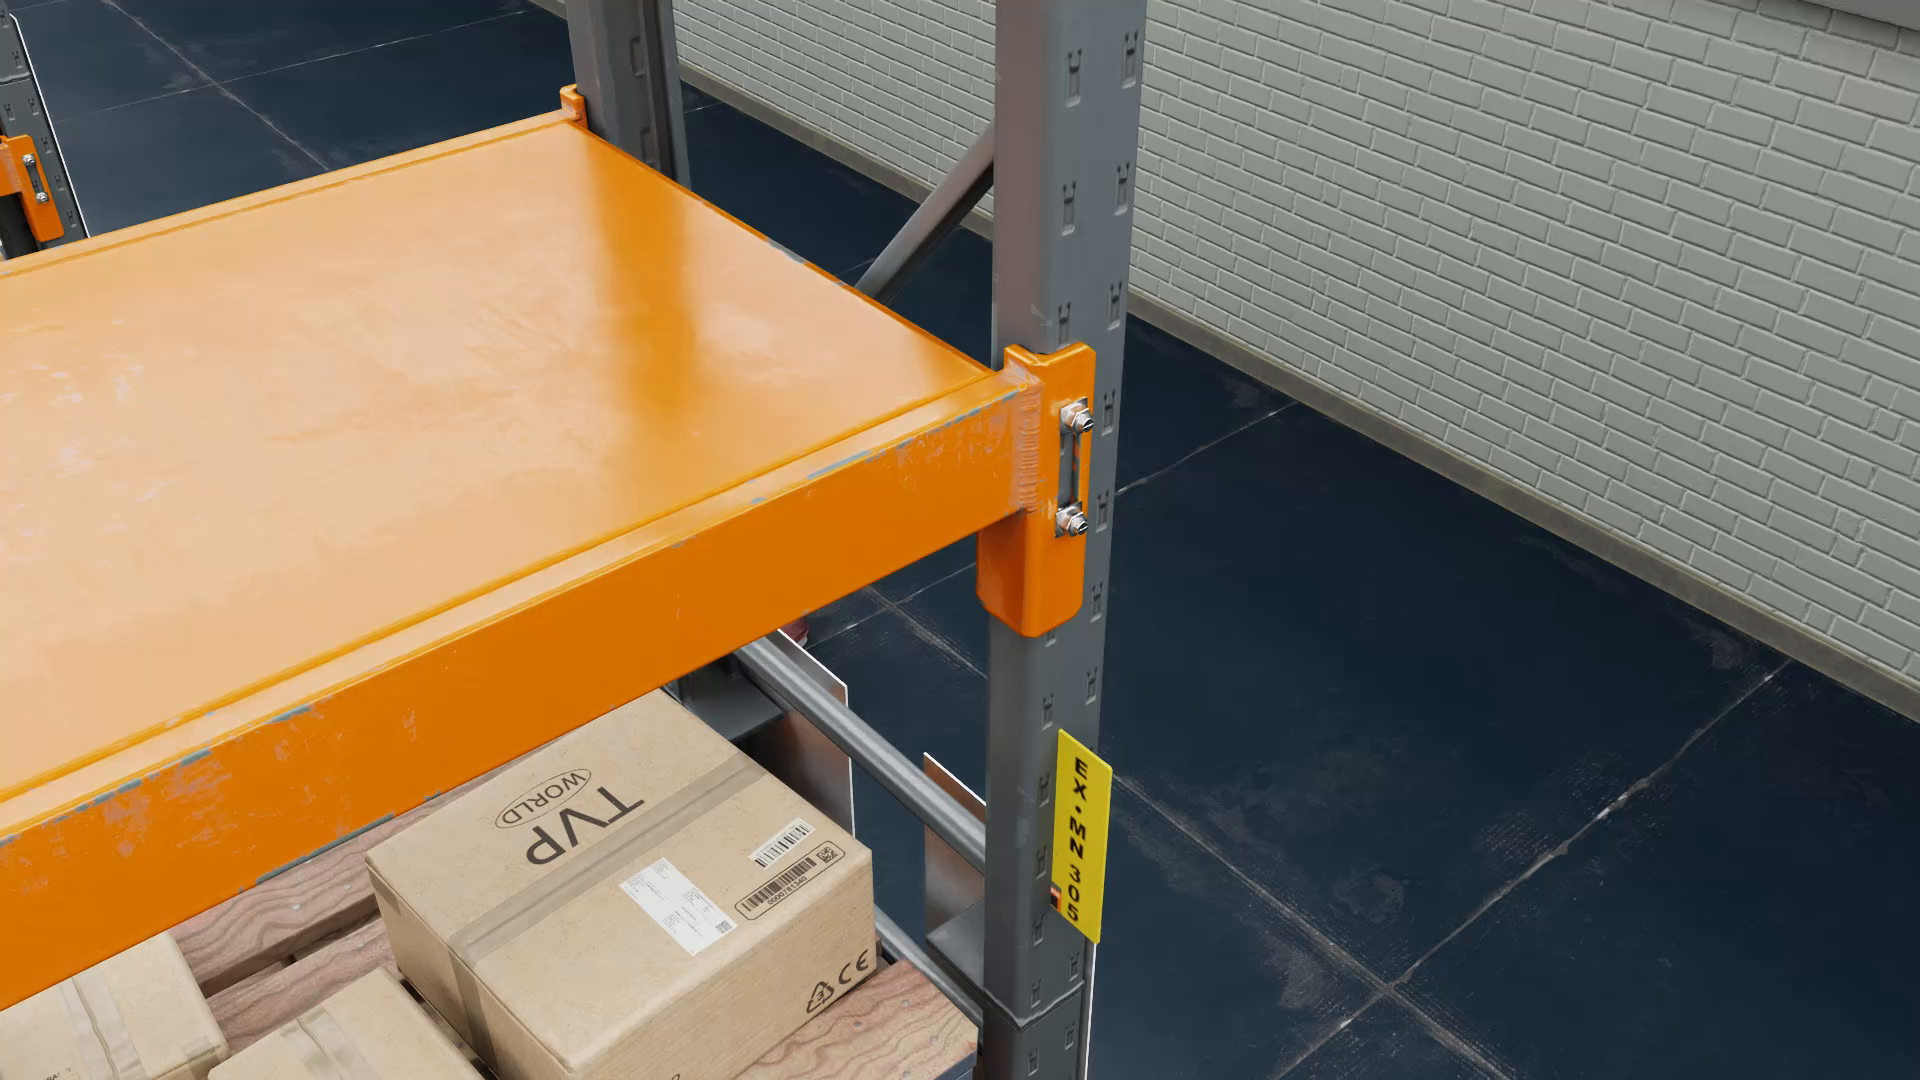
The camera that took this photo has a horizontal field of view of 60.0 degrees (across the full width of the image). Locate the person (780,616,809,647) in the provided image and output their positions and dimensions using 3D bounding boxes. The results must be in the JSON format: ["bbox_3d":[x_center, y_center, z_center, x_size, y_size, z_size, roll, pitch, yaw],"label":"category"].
[{"bbox_3d":[-0.849,-0.204,7.355,0.414,1.676,0.477,-27,44,-32],"label":"person"}]
